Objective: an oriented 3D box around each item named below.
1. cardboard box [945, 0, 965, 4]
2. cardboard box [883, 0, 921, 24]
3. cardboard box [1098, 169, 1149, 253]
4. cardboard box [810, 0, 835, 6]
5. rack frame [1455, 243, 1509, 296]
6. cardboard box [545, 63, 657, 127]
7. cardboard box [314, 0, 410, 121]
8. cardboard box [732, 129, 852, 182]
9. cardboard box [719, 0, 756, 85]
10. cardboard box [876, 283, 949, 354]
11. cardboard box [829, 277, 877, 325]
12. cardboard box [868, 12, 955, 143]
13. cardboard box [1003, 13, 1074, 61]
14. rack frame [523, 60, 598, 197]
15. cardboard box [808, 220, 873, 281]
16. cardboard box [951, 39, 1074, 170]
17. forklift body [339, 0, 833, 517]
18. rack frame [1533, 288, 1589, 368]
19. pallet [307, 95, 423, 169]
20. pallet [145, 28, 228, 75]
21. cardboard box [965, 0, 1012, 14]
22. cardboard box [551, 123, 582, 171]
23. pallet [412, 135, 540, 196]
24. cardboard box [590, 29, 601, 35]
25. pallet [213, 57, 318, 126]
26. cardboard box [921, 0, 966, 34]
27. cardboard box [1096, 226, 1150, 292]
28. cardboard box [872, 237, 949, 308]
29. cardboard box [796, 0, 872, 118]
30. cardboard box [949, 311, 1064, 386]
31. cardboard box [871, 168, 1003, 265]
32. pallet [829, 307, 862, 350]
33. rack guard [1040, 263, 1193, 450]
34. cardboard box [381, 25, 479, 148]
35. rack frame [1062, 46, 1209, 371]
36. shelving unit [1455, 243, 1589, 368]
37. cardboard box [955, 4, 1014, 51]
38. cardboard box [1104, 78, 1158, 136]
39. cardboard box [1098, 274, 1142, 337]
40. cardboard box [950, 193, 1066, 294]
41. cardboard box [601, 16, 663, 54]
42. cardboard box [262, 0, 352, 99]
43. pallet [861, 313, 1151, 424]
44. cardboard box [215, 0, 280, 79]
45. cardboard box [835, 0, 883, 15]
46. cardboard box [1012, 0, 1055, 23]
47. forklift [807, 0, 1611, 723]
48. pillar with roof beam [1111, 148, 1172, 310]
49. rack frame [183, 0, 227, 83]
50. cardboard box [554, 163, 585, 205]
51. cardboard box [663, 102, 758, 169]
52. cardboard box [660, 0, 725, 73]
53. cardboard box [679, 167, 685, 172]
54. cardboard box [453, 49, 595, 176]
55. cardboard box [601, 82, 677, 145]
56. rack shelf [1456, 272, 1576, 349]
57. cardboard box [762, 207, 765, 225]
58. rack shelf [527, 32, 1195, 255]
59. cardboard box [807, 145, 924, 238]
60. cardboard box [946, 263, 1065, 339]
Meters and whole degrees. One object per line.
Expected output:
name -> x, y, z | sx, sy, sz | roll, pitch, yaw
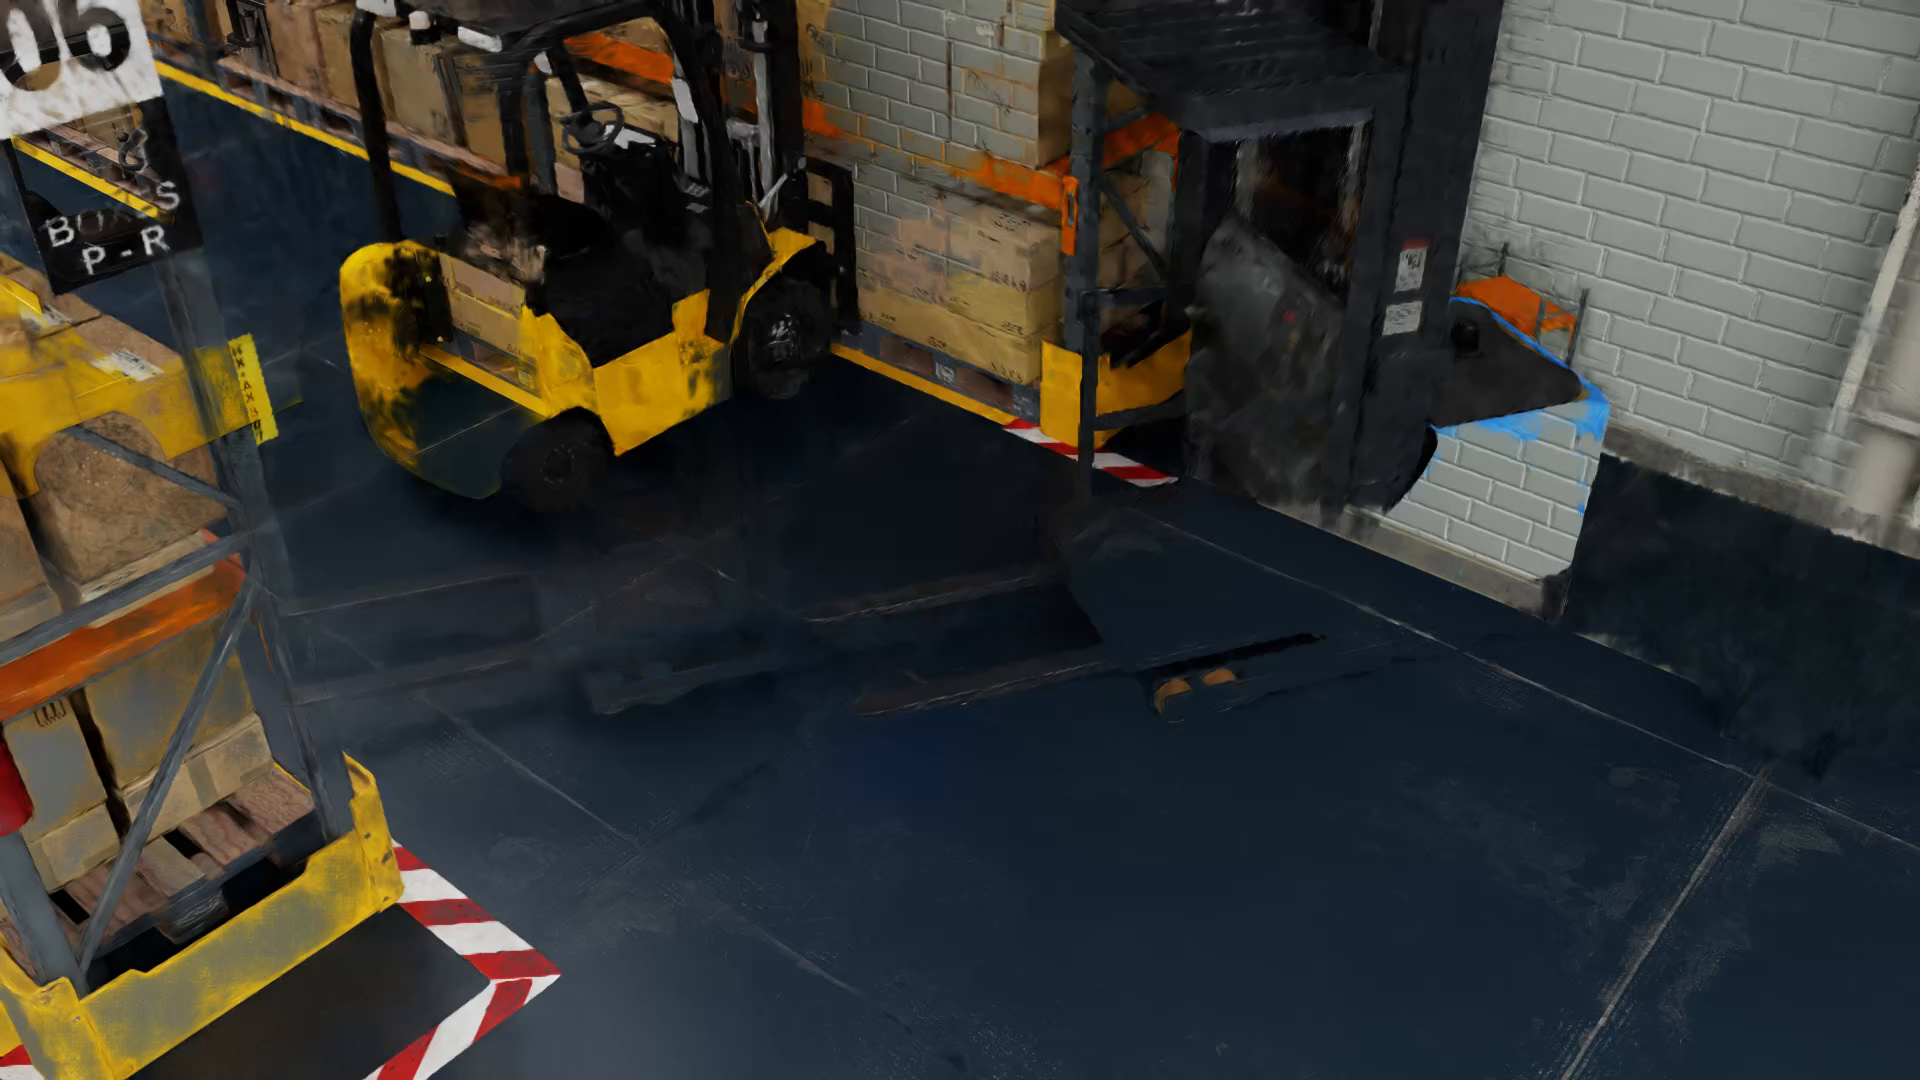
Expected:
cardboard box -> -2.218, -2.610, 7.976 | 0.250, 0.149, 0.380 | 26, 42, 33
cardboard box -> -2.384, -2.589, 8.209 | 0.250, 0.149, 0.380 | 25, 42, 32
cardboard box -> -1.628, -1.690, 8.736 | 0.500, 0.250, 0.500 | 25, 41, 31
cardboard box -> -2.827, -2.748, 8.440 | 0.250, 0.149, 0.380 | 26, 42, 32
rack frame -> 0.021, -0.758, 7.794 | 0.240, 1.200, 0.015 | -15, 37, -20
cardboard box -> -4.283, -2.570, 10.018 | 0.500, 0.250, 0.500 | 25, 41, 31
cardboard box -> -6.032, -3.364, 11.726 | 0.625, 0.625, 0.875 | 23, 41, 30
cardboard box -> -3.108, -2.012, 9.205 | 0.500, 0.250, 0.500 | 24, 41, 31
cardboard box -> -3.106, -2.641, 8.858 | 0.500, 0.500, 0.500 | 26, 42, 32
cardboard box -> -2.319, -1.238, 8.961 | 0.500, 0.250, 0.500 | 25, 42, 32
cardboard box -> -2.698, -1.423, 9.231 | 0.500, 0.250, 0.500 | 26, 42, 32
cardboard box -> -2.319, -2.279, 8.330 | 0.500, 0.500, 0.500 | 27, 43, 33
cardboard box -> -1.825, -2.294, 7.779 | 0.250, 0.149, 0.380 | 26, 42, 32
rack frame -> -4.454, -3.430, 10.095 | 0.127, 3.000, 1.000 | 25, 42, 32
cardboard box -> -2.743, -1.632, 9.093 | 0.500, 0.250, 0.500 | 24, 41, 31
cardboard box -> -1.926, -2.087, 8.051 | 0.500, 0.500, 0.500 | 24, 41, 31
forklift body -> -4.004, -1.525, 8.070 | 1.214, 2.155, 2.313 | 25, 42, 32
rack frame -> 0.227, -0.508, 7.429 | 0.240, 1.200, 0.015 | -15, 37, -20
pallet -> -5.987, -2.973, 11.892 | 1.213, 0.211, 1.003 | 25, 42, 32
pallet -> -8.077, -4.017, 13.412 | 1.213, 0.211, 1.003 | 25, 42, 32
cardboard box -> -1.999, -2.527, 7.855 | 0.250, 0.149, 0.380 | 25, 42, 32
cardboard box -> -4.280, -2.367, 10.163 | 0.500, 0.250, 0.500 | 25, 42, 32
pallet -> -5.045, -2.531, 11.249 | 1.213, 0.211, 1.003 | 25, 42, 32
cardboard box -> -4.280, -3.197, 9.668 | 0.500, 0.500, 0.500 | 24, 41, 31
pallet -> -6.920, -3.415, 12.536 | 1.213, 0.211, 1.003 | 25, 42, 32
cardboard box -> -2.201, -2.494, 8.071 | 0.250, 0.149, 0.380 | 26, 42, 33
cardboard box -> -1.608, -1.488, 8.883 | 0.500, 0.250, 0.500 | 26, 42, 33
cardboard box -> -2.332, -1.454, 8.834 | 0.500, 0.250, 0.500 | 25, 42, 31
cardboard box -> -2.713, -2.464, 8.600 | 0.500, 0.500, 0.500 | 24, 41, 31
cardboard box -> -1.943, -1.054, 8.693 | 0.500, 0.250, 0.500 | 26, 42, 32
cardboard box -> -2.329, -1.647, 8.673 | 0.500, 0.250, 0.500 | 26, 42, 33
pallet -> -2.928, -1.533, 9.795 | 1.213, 0.211, 1.003 | 25, 42, 32
rack guard -> -1.361, -0.942, 8.681 | 0.348, 0.500, 1.175 | 25, 42, 32
cardboard box -> -5.453, -3.093, 11.331 | 0.625, 0.625, 0.875 | 25, 42, 31
rack frame -> -1.380, -1.981, 7.986 | 0.127, 3.000, 1.000 | 25, 42, 32
shelving unit -> 0.124, -0.633, 7.611 | 0.258, 1.200, 0.503 | -15, 37, -20
cardboard box -> -2.041, -2.373, 7.895 | 0.250, 0.149, 0.380 | 26, 42, 33
cardboard box -> -1.583, -2.323, 8.395 | 0.500, 0.500, 0.500 | 27, 43, 33
cardboard box -> -1.632, -1.284, 9.028 | 0.500, 0.250, 0.500 | 25, 42, 32
cardboard box -> -1.933, -1.464, 8.407 | 0.500, 0.250, 0.500 | 27, 43, 33
cardboard box -> -3.869, -3.016, 9.403 | 0.500, 0.500, 0.500 | 26, 42, 33
cardboard box -> -6.550, -3.608, 12.081 | 0.625, 0.625, 0.875 | 27, 43, 33
pallet -> -1.994, -1.091, 9.152 | 1.213, 0.211, 1.003 | 25, 42, 32
cardboard box -> -7.057, -3.842, 12.421 | 0.625, 0.625, 0.875 | 27, 43, 33
cardboard box -> -2.620, -2.665, 8.320 | 0.250, 0.149, 0.380 | 24, 41, 30
cardboard box -> -1.790, -2.451, 7.745 | 0.250, 0.149, 0.380 | 25, 42, 32
forklift -> -1.304, -0.845, 6.392 | 3.031, 2.935, 1.130 | -11, 36, -16
pillar with roof beam -> -4.093, -3.226, 4.498 | 0.400, 9.000, 9.100 | 25, 42, 32
rack frame -> -7.528, -4.879, 12.205 | 0.127, 3.000, 1.000 | 25, 42, 32
cardboard box -> -4.294, -2.151, 10.290 | 0.500, 0.250, 0.500 | 26, 42, 32
cardboard box -> -3.507, -2.206, 9.487 | 0.500, 0.250, 0.500 | 27, 43, 33
cardboard box -> -3.479, -2.833, 9.137 | 0.500, 0.500, 0.500 | 25, 42, 31
cardboard box -> -3.512, -1.998, 9.626 | 0.500, 0.250, 0.500 | 25, 42, 31
cardboard box -> -4.862, -2.809, 10.917 | 0.625, 0.625, 0.875 | 27, 43, 34
cardboard box -> -3.896, -2.381, 9.742 | 0.500, 0.250, 0.500 | 25, 42, 32
rack shelf -> 0.125, -0.957, 7.389 | 0.258, 0.148, 0.480 | -15, 37, -20
cardboard box -> -3.125, -1.815, 9.359 | 0.500, 0.250, 0.500 | 25, 42, 32
rack shelf -> -2.917, -2.409, 9.244 | 4.000, 0.370, 1.077 | 25, 42, 32
cardboard box -> -2.723, -1.825, 8.933 | 0.500, 0.250, 0.500 | 26, 42, 32
cardboard box -> -1.954, -1.268, 8.562 | 0.500, 0.250, 0.500 | 25, 41, 31
